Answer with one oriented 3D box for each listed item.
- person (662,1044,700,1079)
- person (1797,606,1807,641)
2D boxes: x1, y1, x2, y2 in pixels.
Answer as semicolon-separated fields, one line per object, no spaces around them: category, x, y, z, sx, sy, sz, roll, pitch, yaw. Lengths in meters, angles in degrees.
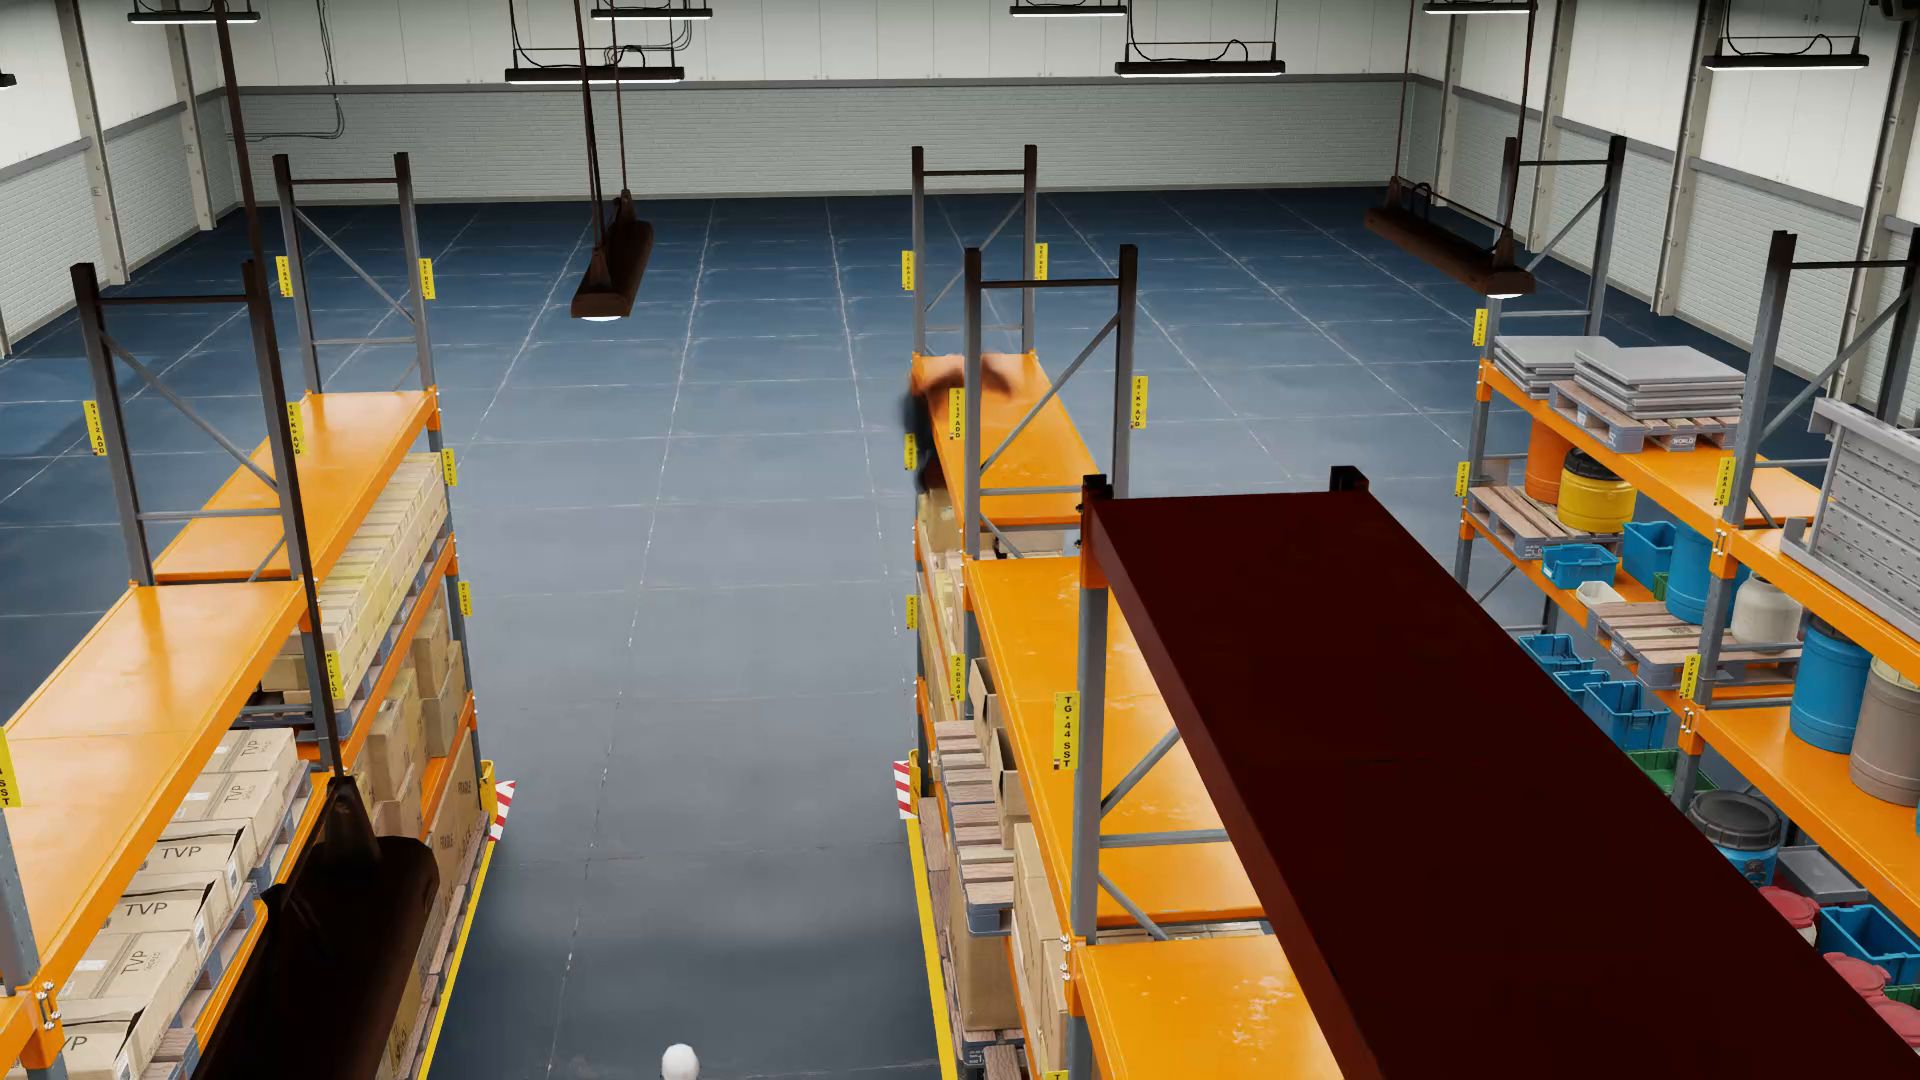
person;-1.586;3.728;9.707;0.679;1.782;0.992;-6;22;-15
person;8.956;0.685;17.723;0.658;1.646;0.581;9;23;21
